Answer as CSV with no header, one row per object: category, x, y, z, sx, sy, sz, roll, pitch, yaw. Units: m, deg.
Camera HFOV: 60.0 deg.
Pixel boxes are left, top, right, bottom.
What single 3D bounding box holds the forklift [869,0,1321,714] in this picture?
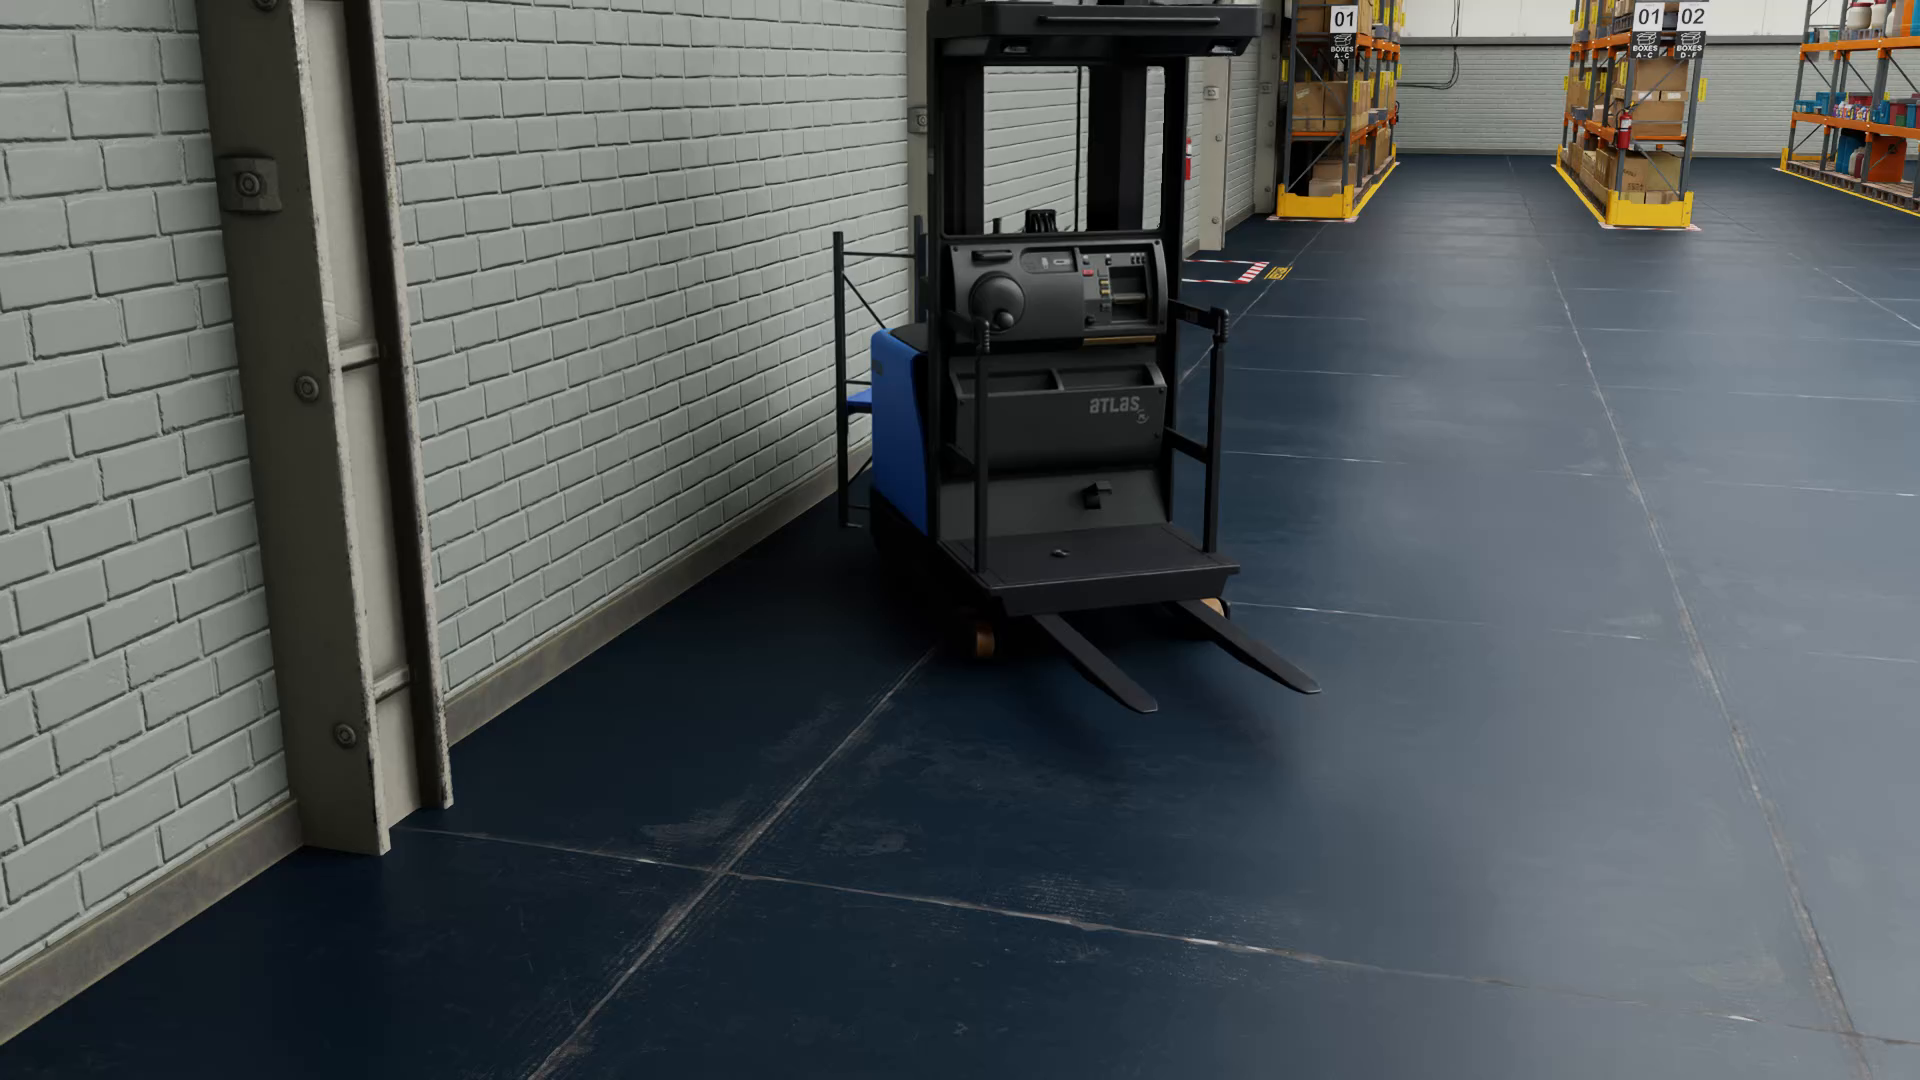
forklift,0.476,-1.047,6.648,1.130,2.935,3.031,-5,17,-16

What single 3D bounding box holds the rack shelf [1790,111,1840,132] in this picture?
rack shelf,19.098,-9.136,36.360,1.077,0.370,4.000,5,16,16

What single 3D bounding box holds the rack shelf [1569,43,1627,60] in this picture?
rack shelf,14.350,-10.964,37.309,1.077,0.370,4.000,5,16,16

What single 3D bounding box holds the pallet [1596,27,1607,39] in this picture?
pallet,12.538,-9.465,31.052,1.213,0.211,1.003,5,17,18

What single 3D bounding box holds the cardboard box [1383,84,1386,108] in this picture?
cardboard box,8.719,-9.391,35.178,0.500,0.500,0.500,5,17,17

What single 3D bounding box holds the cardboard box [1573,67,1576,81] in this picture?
cardboard box,13.964,-10.291,37.100,0.500,0.500,0.500,5,17,16

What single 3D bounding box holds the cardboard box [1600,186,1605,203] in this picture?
cardboard box,10.512,-5.509,26.526,0.500,0.250,0.500,5,16,16

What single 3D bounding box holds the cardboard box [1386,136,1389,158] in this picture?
cardboard box,9.923,-9.451,39.965,0.700,0.500,0.500,5,16,16

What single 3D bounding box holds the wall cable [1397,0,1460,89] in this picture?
wall cable,12.118,-13.618,45.540,3.097,2.526,0.112,5,16,16

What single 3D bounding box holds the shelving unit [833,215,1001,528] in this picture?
shelving unit,-0.201,-0.903,8.766,0.538,1.500,1.048,6,17,21

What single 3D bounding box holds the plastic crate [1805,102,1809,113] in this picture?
plastic crate,18.907,-9.570,36.769,0.416,0.233,0.300,5,16,16

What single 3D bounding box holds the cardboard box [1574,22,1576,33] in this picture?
cardboard box,14.374,-11.757,38.146,0.500,0.250,0.500,5,16,16

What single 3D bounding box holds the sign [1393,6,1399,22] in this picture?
sign,9.555,-11.531,36.464,0.100,0.325,0.005,5,16,16

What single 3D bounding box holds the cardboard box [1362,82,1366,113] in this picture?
cardboard box,6.483,-7.387,27.738,0.500,0.500,0.500,5,17,18

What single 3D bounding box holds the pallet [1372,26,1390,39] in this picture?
pallet,7.327,-9.412,30.861,1.213,0.211,1.003,5,16,16

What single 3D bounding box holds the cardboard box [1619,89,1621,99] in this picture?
cardboard box,10.884,-7.218,26.909,0.380,0.149,0.250,4,16,14

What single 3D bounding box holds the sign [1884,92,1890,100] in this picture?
sign,19.057,-9.049,34.227,0.100,0.325,0.005,5,16,16

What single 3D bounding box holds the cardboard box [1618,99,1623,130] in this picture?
cardboard box,11.099,-6.913,27.021,0.700,0.500,0.500,5,17,17

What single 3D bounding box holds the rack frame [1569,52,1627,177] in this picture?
rack frame,13.782,-9.344,35.775,1.000,3.000,0.127,5,16,16

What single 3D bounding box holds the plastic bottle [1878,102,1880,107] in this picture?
plastic bottle,18.392,-8.632,33.356,0.144,0.351,0.185,5,16,16

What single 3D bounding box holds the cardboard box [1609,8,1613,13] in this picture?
cardboard box,12.775,-10.383,31.927,0.500,0.500,0.500,5,16,16

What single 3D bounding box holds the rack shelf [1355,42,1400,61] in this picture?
rack shelf,9.600,-11.347,38.660,1.077,0.370,4.000,5,16,16

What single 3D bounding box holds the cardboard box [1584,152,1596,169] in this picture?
cardboard box,11.927,-7.061,30.967,0.500,0.311,0.500,4,16,14

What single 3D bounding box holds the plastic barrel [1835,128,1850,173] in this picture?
plastic barrel,18.359,-8.010,34.149,0.600,0.901,0.708,5,16,16

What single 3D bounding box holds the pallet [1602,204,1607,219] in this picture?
pallet,10.549,-5.066,25.804,1.003,0.211,1.213,5,16,16

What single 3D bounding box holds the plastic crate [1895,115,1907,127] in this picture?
plastic crate,16.481,-7.241,28.751,0.450,0.188,0.662,5,16,16

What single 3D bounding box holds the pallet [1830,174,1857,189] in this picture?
pallet,17.926,-7.098,32.969,1.003,0.211,1.213,5,16,16

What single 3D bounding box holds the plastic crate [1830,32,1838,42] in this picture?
plastic crate,18.361,-10.434,34.510,0.450,0.188,0.662,5,16,16

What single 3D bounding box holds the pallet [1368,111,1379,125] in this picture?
pallet,7.115,-7.730,30.438,1.003,0.211,1.213,5,16,16

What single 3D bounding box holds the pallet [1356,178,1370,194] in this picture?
pallet,7.323,-6.816,31.975,1.003,0.211,1.213,5,16,16

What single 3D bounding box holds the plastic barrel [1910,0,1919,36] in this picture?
plastic barrel,16.565,-9.042,28.296,0.600,0.901,0.708,5,16,16

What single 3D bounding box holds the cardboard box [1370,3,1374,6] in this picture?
cardboard box,6.876,-9.464,28.648,0.500,0.500,0.500,3,16,11

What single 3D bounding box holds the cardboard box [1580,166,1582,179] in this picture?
cardboard box,12.215,-7.062,32.001,0.500,0.250,0.500,5,16,16

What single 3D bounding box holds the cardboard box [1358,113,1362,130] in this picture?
cardboard box,6.349,-6.898,27.389,0.500,0.250,0.500,4,16,15

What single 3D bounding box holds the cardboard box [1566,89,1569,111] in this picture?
cardboard box,14.540,-10.343,39.114,0.500,0.500,0.500,5,17,17

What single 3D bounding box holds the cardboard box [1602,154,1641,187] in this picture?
cardboard box,10.509,-5.870,26.424,0.500,0.500,0.500,5,16,16

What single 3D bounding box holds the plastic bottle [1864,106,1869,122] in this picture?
plastic bottle,17.165,-8.055,31.446,0.061,0.283,0.133,5,16,16

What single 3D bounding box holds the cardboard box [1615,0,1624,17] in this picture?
cardboard box,10.959,-8.668,27.032,0.500,0.311,0.500,4,16,13

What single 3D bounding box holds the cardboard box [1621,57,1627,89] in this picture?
cardboard box,11.103,-7.543,26.866,0.700,0.500,0.500,5,16,16

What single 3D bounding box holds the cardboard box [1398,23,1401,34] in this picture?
cardboard box,10.215,-12.182,39.608,0.500,0.250,0.500,5,17,18

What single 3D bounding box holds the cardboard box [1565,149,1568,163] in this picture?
cardboard box,13.885,-8.629,37.377,0.500,0.311,0.500,5,16,16

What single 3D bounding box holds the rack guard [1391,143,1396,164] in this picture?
rack guard,10.175,-9.577,41.179,1.175,0.500,0.348,5,16,16

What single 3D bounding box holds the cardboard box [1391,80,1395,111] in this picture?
cardboard box,9.837,-10.592,39.627,0.980,0.700,0.700,4,16,15

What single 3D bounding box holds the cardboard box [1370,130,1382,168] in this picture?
cardboard box,8.485,-8.259,35.121,0.750,0.750,0.750,5,16,16

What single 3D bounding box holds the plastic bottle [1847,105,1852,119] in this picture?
plastic bottle,17.645,-8.474,32.945,0.097,0.271,0.097,0,16,0

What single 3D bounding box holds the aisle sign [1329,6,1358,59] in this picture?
aisle sign,5.888,-7.796,25.554,0.394,0.787,0.004,5,16,16

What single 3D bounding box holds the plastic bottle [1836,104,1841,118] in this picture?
plastic bottle,17.936,-8.742,33.889,0.097,0.271,0.097,0,16,0

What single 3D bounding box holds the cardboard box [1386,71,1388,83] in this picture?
cardboard box,8.990,-10.014,35.997,0.500,0.250,0.500,5,17,17

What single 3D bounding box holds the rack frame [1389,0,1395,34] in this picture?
rack frame,9.032,-12.613,36.307,1.000,3.000,0.127,5,16,16

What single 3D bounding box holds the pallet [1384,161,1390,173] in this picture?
pallet,9.323,-8.578,38.186,1.003,0.211,1.213,5,16,16

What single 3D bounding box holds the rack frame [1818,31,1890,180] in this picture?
rack frame,18.530,-8.959,34.417,1.000,3.000,0.127,5,16,16
